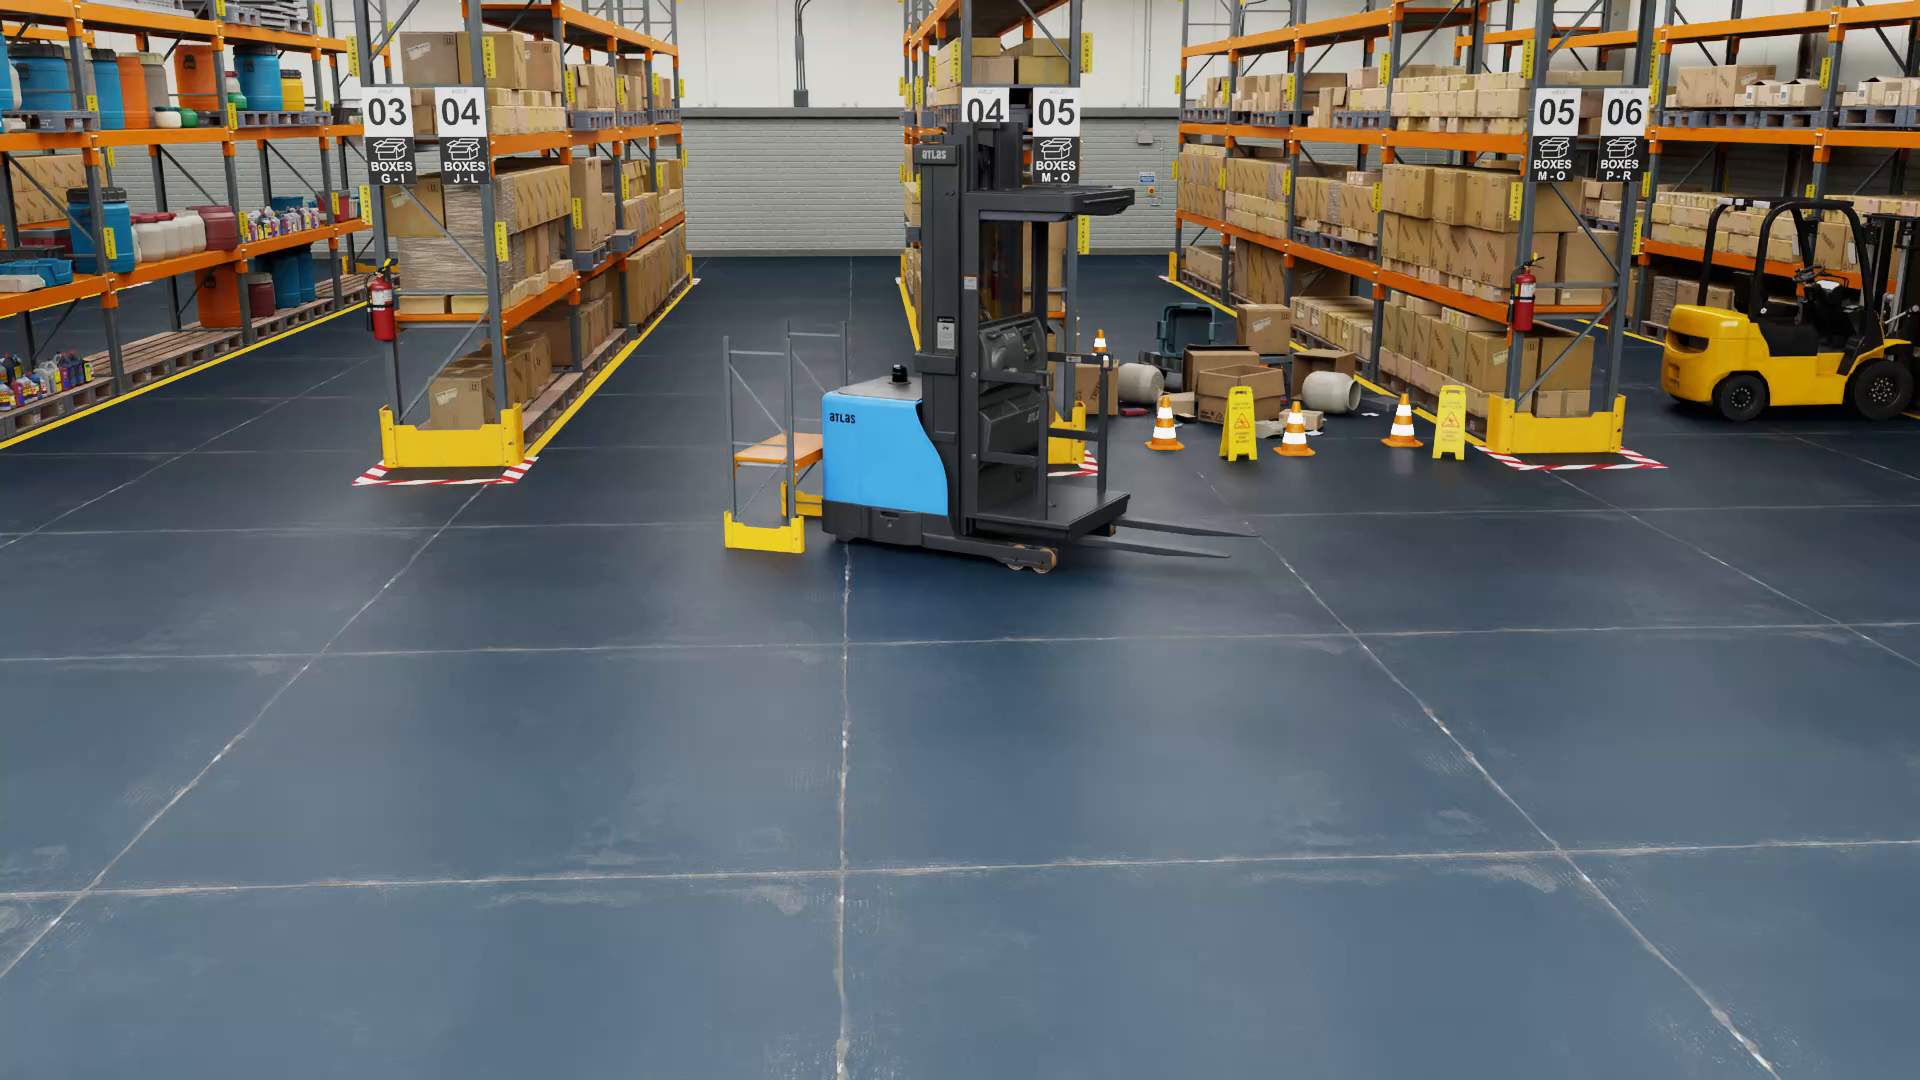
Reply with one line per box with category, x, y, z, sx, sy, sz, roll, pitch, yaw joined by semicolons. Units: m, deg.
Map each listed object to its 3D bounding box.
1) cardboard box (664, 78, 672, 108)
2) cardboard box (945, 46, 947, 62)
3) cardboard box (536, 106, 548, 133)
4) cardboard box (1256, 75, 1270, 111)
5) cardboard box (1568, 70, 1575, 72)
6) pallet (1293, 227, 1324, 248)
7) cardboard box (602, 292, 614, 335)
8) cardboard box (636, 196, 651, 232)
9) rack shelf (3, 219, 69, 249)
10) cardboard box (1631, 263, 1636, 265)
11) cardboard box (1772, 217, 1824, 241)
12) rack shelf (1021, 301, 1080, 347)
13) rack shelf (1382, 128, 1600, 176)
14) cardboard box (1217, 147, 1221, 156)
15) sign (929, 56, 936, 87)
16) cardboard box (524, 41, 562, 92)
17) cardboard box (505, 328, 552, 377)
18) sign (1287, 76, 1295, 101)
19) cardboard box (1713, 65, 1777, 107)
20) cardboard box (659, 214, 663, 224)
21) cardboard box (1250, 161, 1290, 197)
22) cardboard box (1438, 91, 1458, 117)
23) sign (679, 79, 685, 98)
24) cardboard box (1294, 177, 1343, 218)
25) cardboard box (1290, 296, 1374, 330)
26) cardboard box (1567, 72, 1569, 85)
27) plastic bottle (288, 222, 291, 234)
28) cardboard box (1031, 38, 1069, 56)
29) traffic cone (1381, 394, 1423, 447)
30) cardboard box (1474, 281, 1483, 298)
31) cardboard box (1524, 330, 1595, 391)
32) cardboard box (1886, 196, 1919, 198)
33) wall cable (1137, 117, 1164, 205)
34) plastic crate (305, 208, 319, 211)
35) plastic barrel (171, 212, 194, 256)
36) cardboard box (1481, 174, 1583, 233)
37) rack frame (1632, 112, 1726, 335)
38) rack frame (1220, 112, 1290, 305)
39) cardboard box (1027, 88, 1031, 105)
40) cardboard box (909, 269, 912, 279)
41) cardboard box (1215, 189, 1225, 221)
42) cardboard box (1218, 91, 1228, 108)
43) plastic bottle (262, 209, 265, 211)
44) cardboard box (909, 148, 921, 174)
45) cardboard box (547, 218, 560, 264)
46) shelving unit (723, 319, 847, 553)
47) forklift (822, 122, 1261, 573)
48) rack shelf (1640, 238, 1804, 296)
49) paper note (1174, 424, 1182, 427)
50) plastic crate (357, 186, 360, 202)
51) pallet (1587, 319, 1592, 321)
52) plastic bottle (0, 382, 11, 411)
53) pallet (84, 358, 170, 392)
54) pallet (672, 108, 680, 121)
cardboard box;-5.353;-7.717;28.737;0.700;0.500;0.500;-2;15;-7
cardboard box;0.055;-4.592;15.695;0.380;0.149;0.250;-1;14;-3
cardboard box;-4.348;-4.123;16.310;0.500;0.250;0.500;-1;14;-4
cardboard box;4.549;-6.395;23.797;0.500;0.500;0.500;-1;14;-3
cardboard box;9.324;-7.176;25.909;0.396;0.266;0.258;-1;14;-4
pallet;5.098;-3.988;21.891;1.213;0.211;1.003;-1;14;-3
cardboard box;-4.882;-2.939;21.565;0.700;0.500;0.500;-2;15;-6
cardboard box;-4.826;-4.781;24.389;0.500;0.500;0.500;-1;14;-4
rack shelf;-15.203;-5.095;27.253;1.077;0.370;4.000;-1;14;-3
cardboard box;9.627;-3.960;24.268;0.380;0.149;0.250;0;14;-2
cardboard box;9.864;-3.627;19.400;0.500;0.250;0.500;-1;14;-5
rack shelf;0.385;-2.314;16.444;1.077;0.370;4.000;-1;14;-3
rack shelf;5.319;-3.868;16.465;1.077;0.370;4.000;-1;14;-3
cardboard box;4.416;-6.362;27.223;0.380;0.149;0.250;-1;14;-4
sign;-0.280;-5.005;17.769;0.100;0.325;0.005;-1;14;-3
cardboard box;-4.413;-4.888;17.183;0.500;0.500;0.500;-1;14;-5
cardboard box;-4.711;-2.001;17.958;0.500;0.500;0.500;-1;14;-5
sign;4.393;-5.991;22.076;0.100;0.325;0.005;-1;14;-3
cardboard box;9.766;-5.650;20.701;0.500;0.500;0.500;-1;14;-2
cardboard box;-4.877;-5.055;26.158;0.380;0.149;0.250;-1;14;-3
cardboard box;4.566;-5.291;24.362;0.500;0.500;0.500;-1;14;-4
cardboard box;5.042;-4.294;16.378;0.500;0.250;0.500;-1;14;-3
sign;-4.896;-7.941;29.232;0.100;0.325;0.005;-1;14;-3
cardboard box;4.745;-4.537;21.998;0.500;0.500;0.500;-1;14;-5
cardboard box;4.973;-3.046;22.277;0.950;0.372;0.625;-2;15;-7
cardboard box;5.594;-4.138;14.973;0.380;0.149;0.250;-1;14;-4
plastic bottle;-9.676;-4.497;23.882;0.097;0.201;0.097;0;14;0
cardboard box;0.806;-4.222;14.257;0.380;0.149;0.250;-1;14;-3
traffic cone;4.129;-1.125;15.471;0.336;0.463;0.334;-1;14;-3
cardboard box;5.086;-2.360;15.684;0.380;0.149;0.250;-1;14;-4
cardboard box;5.667;-1.712;15.832;0.500;0.500;0.500;-1;14;-5
cardboard box;10.445;-3.708;18.318;0.380;0.149;0.250;-1;14;-5
wall cable;4.079;-8.155;35.600;0.585;1.953;0.123;-1;14;-3
plastic crate;-10.542;-5.351;27.214;0.293;0.136;0.466;-1;14;-3
plastic barrel;-9.584;-3.724;20.255;0.421;0.512;0.421;0;14;0
cardboard box;5.194;-3.067;15.123;0.700;0.500;0.500;-1;14;-5
rack frame;9.902;-4.334;22.851;1.000;3.000;0.127;-1;14;-3
rack frame;4.700;-5.251;26.415;1.000;3.000;0.127;-1;14;-3
cardboard box;0.791;-3.902;14.611;0.380;0.149;0.250;-1;14;-3
cardboard box;-0.635;-4.323;27.091;0.380;0.149;0.250;-1;14;-5
cardboard box;4.416;-5.411;26.836;0.500;0.500;0.500;-1;14;-3
cardboard box;4.341;-7.044;26.592;0.396;0.266;0.258;0;14;-2
plastic bottle;-10.538;-4.867;25.158;0.061;0.283;0.133;-1;14;-3
cardboard box;-0.533;-5.939;26.285;0.500;0.500;0.500;-1;14;-5
cardboard box;-4.729;-3.188;17.600;0.875;0.500;0.500;-1;14;-3
shelving unit;-1.233;-0.783;12.059;0.587;1.500;1.083;5;15;17
forklift;0.550;-1.346;11.376;3.031;2.935;1.130;8;16;27
rack shelf;10.026;-3.488;21.007;1.077;0.370;4.000;-1;14;-3
paper note;2.109;-1.132;16.369;0.144;0.017;0.142;4;15;16
plastic crate;-10.175;-5.982;29.066;0.616;0.435;0.499;-1;14;-3
pallet;9.821;-3.472;25.098;1.003;0.211;1.213;-1;14;-3
plastic bottle;-9.192;-1.385;15.981;0.097;0.271;0.097;0;14;0
pallet;-9.726;-1.876;18.895;1.003;0.211;1.213;-1;14;-3
pallet;-5.382;-7.318;28.608;1.003;0.211;1.213;-1;14;-3
